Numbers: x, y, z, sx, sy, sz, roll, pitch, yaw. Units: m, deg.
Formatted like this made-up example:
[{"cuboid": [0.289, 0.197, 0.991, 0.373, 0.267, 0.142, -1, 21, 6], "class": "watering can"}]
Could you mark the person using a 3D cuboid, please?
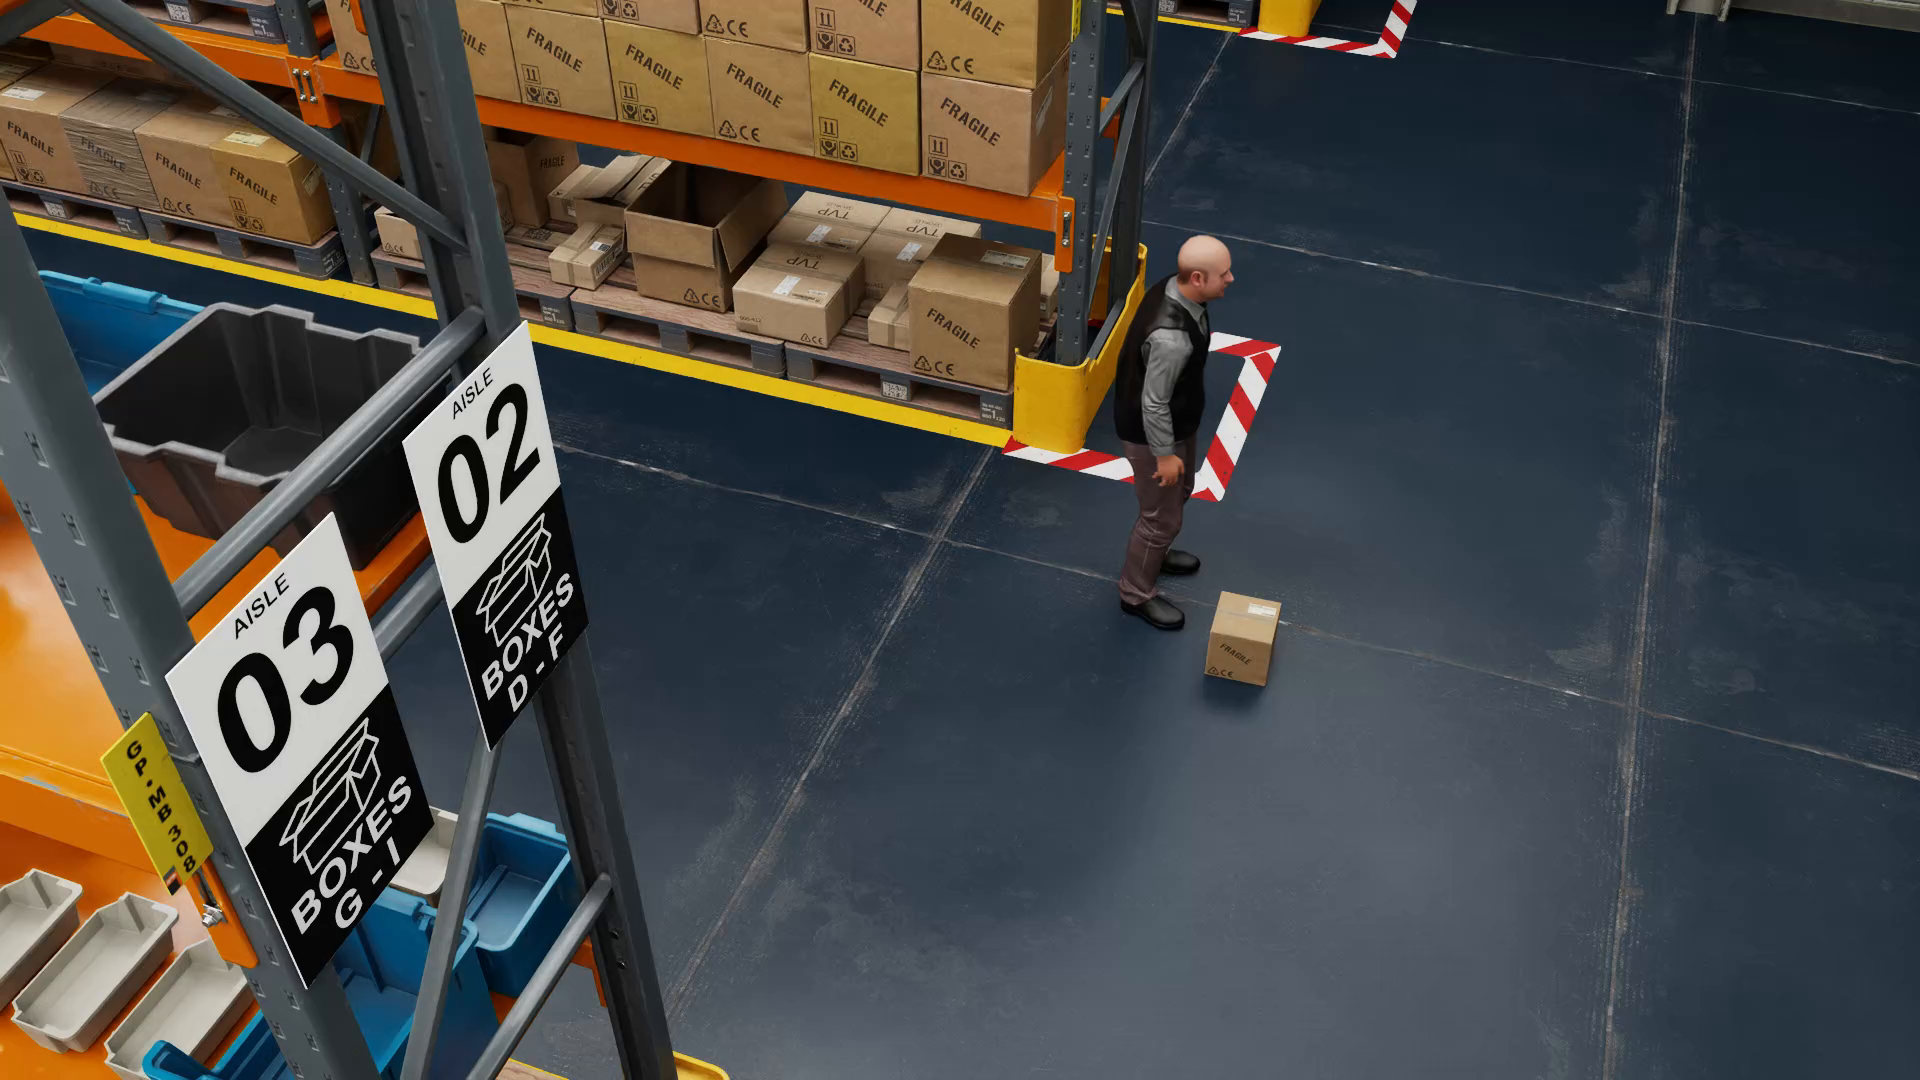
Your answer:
[{"cuboid": [0.823, -0.469, 6.711, 0.411, 1.721, 0.588, 11, 42, 12], "class": "person"}]
